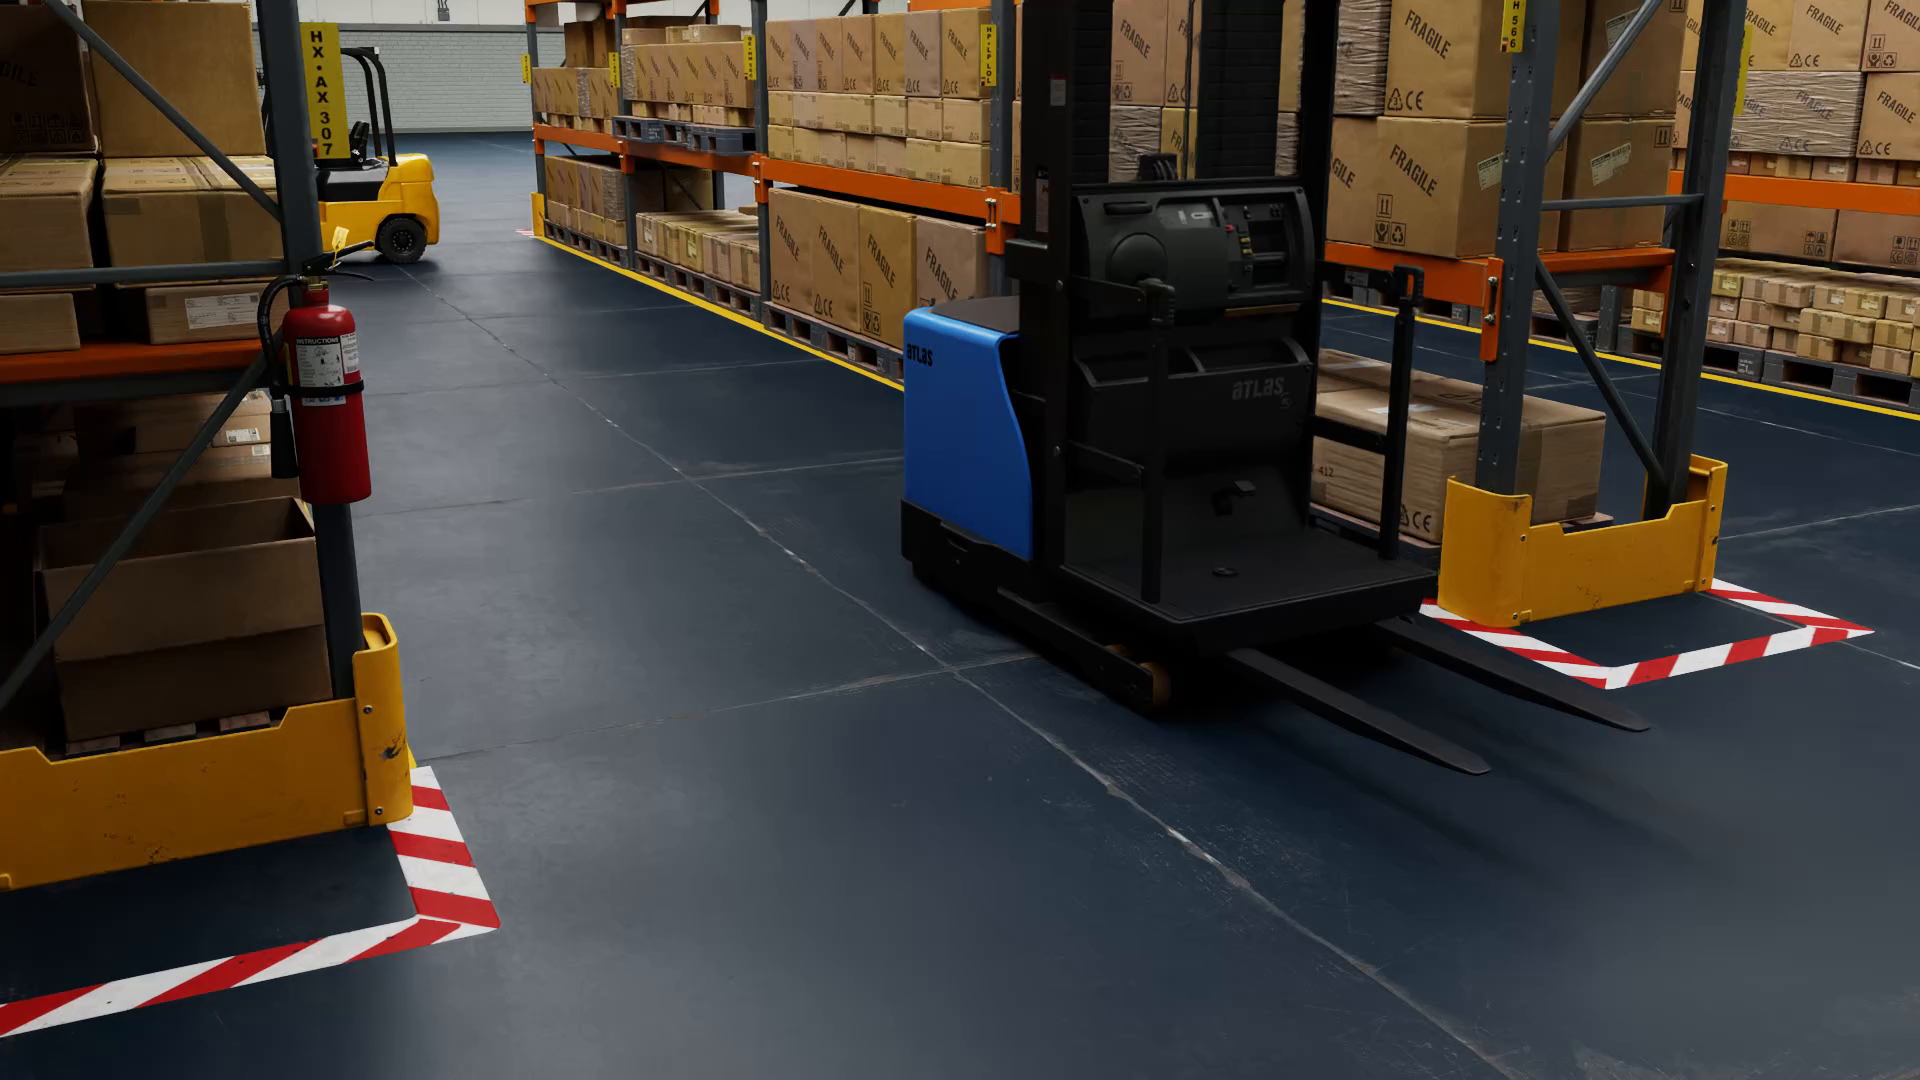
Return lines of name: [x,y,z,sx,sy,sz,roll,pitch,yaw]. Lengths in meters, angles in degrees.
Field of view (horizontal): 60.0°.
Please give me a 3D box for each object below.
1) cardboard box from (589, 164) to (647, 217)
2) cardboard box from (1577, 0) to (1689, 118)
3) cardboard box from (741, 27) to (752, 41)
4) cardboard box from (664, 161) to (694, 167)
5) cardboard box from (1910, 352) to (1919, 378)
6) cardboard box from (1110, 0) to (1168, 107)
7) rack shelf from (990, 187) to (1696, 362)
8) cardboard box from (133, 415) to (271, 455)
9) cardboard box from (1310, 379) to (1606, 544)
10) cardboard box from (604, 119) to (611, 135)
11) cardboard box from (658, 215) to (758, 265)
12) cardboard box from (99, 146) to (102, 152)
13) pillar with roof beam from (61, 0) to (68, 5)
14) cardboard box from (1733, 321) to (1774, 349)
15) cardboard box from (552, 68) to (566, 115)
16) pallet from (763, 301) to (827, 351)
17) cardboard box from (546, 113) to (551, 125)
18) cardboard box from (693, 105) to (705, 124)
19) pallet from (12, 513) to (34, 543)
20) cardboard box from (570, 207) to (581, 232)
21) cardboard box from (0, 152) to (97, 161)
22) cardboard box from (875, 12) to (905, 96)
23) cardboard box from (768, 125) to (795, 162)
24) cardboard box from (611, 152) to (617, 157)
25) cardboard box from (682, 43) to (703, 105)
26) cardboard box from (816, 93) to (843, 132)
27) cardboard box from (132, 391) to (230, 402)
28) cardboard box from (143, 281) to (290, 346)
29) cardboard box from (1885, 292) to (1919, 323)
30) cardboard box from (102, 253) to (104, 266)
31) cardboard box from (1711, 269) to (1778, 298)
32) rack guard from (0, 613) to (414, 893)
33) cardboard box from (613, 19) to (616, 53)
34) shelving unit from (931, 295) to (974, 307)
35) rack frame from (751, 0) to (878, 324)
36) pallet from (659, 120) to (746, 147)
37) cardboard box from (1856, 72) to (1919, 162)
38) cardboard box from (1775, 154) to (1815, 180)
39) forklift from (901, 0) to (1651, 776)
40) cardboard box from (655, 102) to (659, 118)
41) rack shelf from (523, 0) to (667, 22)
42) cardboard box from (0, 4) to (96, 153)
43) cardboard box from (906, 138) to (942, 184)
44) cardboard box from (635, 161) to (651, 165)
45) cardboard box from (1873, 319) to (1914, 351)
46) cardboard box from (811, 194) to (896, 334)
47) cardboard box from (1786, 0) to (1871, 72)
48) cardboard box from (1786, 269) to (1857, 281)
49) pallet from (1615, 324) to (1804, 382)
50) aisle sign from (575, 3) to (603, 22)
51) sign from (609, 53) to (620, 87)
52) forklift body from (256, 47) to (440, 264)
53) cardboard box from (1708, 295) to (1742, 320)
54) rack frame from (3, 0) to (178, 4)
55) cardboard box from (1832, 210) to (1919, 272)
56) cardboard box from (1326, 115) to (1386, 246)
cardboard box: [-3.585,-3.686,17.521,0.500,0.500,0.500,-7,18,-24]
cardboard box: [2.442,-1.912,6.480,0.500,0.500,0.500,-8,18,-26]
cardboard box: [-2.000,-4.588,15.143,0.380,0.149,0.250,-9,18,-27]
cardboard box: [-2.877,-3.975,17.351,0.380,0.149,0.250,-7,18,-24]
cardboard box: [5.854,-1.032,9.817,0.380,0.149,0.250,-9,18,-27]
cardboard box: [1.065,-2.348,8.002,0.500,0.500,0.500,-7,18,-24]
rack shelf: [1.520,-1.380,7.925,1.077,0.370,4.000,-8,18,-25]
cardboard box: [-2.728,-0.152,6.113,0.500,0.500,0.500,-7,18,-24]
cardboard box: [2.017,-0.351,6.921,0.875,0.438,0.875,-8,18,-27]
cardboard box: [-3.391,-4.188,16.863,0.380,0.149,0.250,-7,18,-24]
cardboard box: [-2.311,-2.836,15.699,0.950,0.372,0.625,-6,17,-21]
cardboard box: [-2.934,-1.347,6.239,0.500,0.250,0.500,-8,18,-25]
pillar with roof beam: [-16.223,-13.669,38.570,9.100,9.000,0.400,-8,18,-25]
cardboard box: [5.349,-1.369,10.990,0.380,0.149,0.250,-8,18,-26]
cardboard box: [-4.201,-4.983,18.455,0.500,0.500,0.500,-8,18,-26]
pallet: [-0.831,-1.668,12.681,1.003,0.211,1.213,-8,18,-25]
cardboard box: [-4.650,-4.967,19.576,0.380,0.149,0.250,-8,18,-25]
cardboard box: [-2.033,-3.592,14.023,0.380,0.149,0.250,-7,18,-24]
pallet: [-3.516,-0.110,7.251,1.003,0.211,1.213,-8,18,-25]
cardboard box: [-4.041,-3.582,18.520,0.500,0.250,0.500,-6,17,-21]
cardboard box: [-3.170,-1.163,5.597,0.500,0.250,0.500,-8,18,-25]
cardboard box: [-0.215,-3.086,10.572,0.500,0.500,0.500,-7,17,-23]
cardboard box: [-1.120,-2.989,12.502,0.500,0.250,0.500,-8,18,-26]
cardboard box: [-3.806,-4.499,19.179,0.380,0.149,0.250,-7,17,-23]
cardboard box: [-2.016,-3.937,14.050,0.500,0.500,0.500,-9,18,-29]
cardboard box: [-0.676,-2.973,11.537,0.500,0.250,0.500,-8,18,-25]
cardboard box: [-3.826,-0.768,8.260,0.500,0.500,0.500,-7,17,-22]
cardboard box: [-1.961,-0.623,4.438,0.380,0.149,0.250,-8,18,-25]
cardboard box: [5.816,-1.400,10.018,0.380,0.149,0.250,-8,18,-27]
cardboard box: [-3.199,-1.007,5.777,0.380,0.149,0.250,-7,17,-23]
cardboard box: [5.237,-1.719,11.133,0.380,0.149,0.250,-8,18,-26]
rack guard: [-2.097,0.554,4.414,1.175,0.500,0.348,-8,18,-25]
cardboard box: [-3.258,-5.269,17.640,0.700,0.500,0.500,-8,18,-26]
shelving unit: [0.023,-0.491,7.060,0.215,1.050,0.252,-8,18,-25]
rack frame: [-1.108,-3.213,13.010,1.000,3.000,0.127,-8,18,-25]
pallet: [-2.012,-3.607,14.729,1.003,0.211,1.213,-8,18,-25]
cardboard box: [5.713,-2.502,9.811,0.500,0.500,0.500,-7,17,-22]
cardboard box: [5.389,-2.361,10.494,0.380,0.149,0.250,-7,18,-24]
forklift: [0.908,-0.996,5.409,1.130,2.935,3.031,-9,18,-27]
cardboard box: [-2.608,-3.987,15.400,0.380,0.149,0.250,-6,17,-21]
rack shelf: [-3.737,-5.797,17.880,1.077,0.370,4.000,-8,18,-25]
cardboard box: [-3.403,-1.651,5.938,0.500,0.500,0.500,-8,18,-26]
cardboard box: [-0.001,-2.356,10.296,0.500,0.250,0.500,-8,18,-26]
cardboard box: [-3.347,-3.885,18.214,0.500,0.500,0.500,-7,17,-22]
cardboard box: [5.751,-1.245,10.019,0.380,0.149,0.250,-7,17,-22]
cardboard box: [-0.493,-1.991,11.841,0.875,0.875,0.875,-7,18,-24]
cardboard box: [5.462,-3.120,10.150,0.500,0.500,0.500,-7,18,-24]
cardboard box: [5.746,-1.712,11.107,0.380,0.149,0.250,-7,17,-23]
pallet: [5.376,-1.342,11.544,1.003,0.211,1.213,-8,18,-25]
aisle sign: [-4.379,-6.497,19.739,0.394,0.787,0.004,-8,18,-25]
sign: [-3.345,-4.554,16.111,0.100,0.325,0.005,-8,18,-25]
forklift body: [-6.603,-3.938,17.076,2.313,2.155,1.214,-8,18,-25]
cardboard box: [5.251,-1.583,11.195,0.380,0.149,0.250,-8,18,-25]
rack frame: [-5.569,-2.612,10.916,1.000,3.000,0.127,-8,18,-25]
cardboard box: [8.862,-2.977,15.278,1.225,0.875,0.875,-8,18,-27]
cardboard box: [1.741,-1.491,6.829,0.500,0.500,0.500,-8,18,-26]
